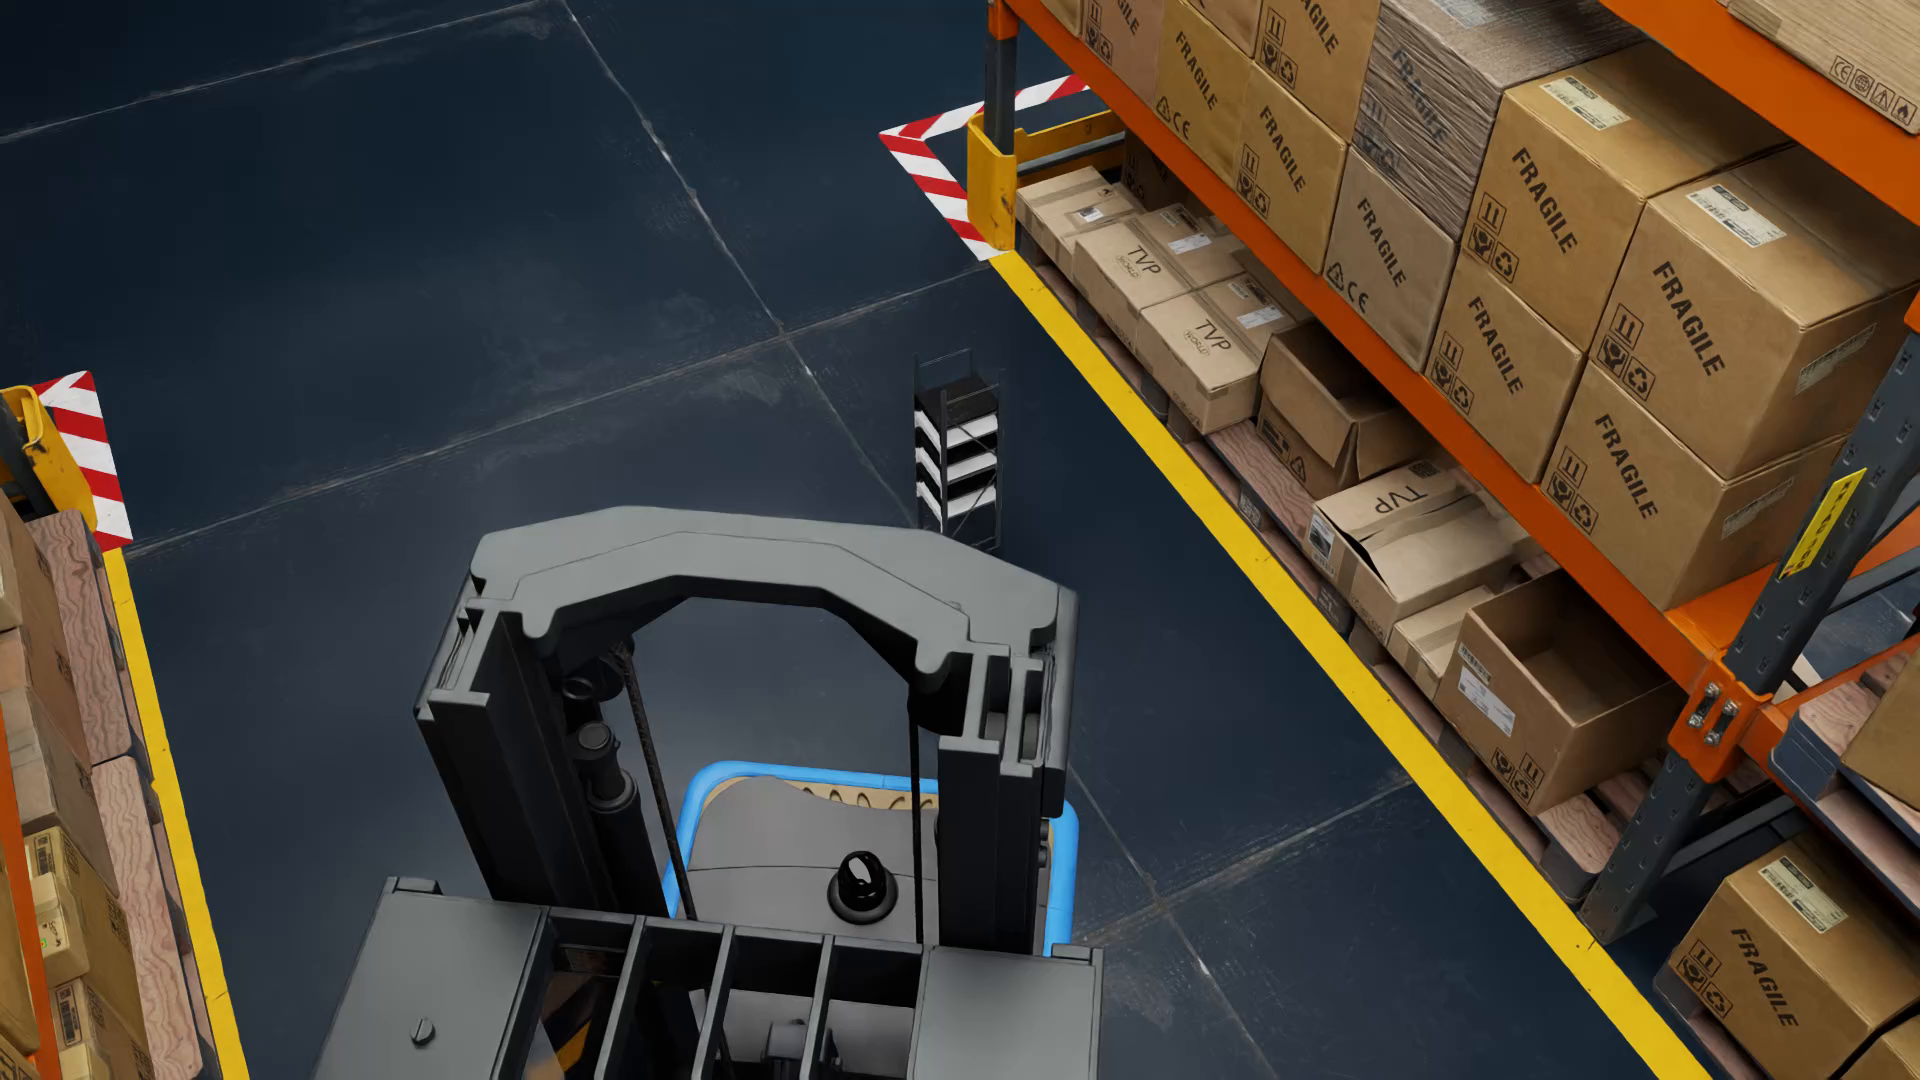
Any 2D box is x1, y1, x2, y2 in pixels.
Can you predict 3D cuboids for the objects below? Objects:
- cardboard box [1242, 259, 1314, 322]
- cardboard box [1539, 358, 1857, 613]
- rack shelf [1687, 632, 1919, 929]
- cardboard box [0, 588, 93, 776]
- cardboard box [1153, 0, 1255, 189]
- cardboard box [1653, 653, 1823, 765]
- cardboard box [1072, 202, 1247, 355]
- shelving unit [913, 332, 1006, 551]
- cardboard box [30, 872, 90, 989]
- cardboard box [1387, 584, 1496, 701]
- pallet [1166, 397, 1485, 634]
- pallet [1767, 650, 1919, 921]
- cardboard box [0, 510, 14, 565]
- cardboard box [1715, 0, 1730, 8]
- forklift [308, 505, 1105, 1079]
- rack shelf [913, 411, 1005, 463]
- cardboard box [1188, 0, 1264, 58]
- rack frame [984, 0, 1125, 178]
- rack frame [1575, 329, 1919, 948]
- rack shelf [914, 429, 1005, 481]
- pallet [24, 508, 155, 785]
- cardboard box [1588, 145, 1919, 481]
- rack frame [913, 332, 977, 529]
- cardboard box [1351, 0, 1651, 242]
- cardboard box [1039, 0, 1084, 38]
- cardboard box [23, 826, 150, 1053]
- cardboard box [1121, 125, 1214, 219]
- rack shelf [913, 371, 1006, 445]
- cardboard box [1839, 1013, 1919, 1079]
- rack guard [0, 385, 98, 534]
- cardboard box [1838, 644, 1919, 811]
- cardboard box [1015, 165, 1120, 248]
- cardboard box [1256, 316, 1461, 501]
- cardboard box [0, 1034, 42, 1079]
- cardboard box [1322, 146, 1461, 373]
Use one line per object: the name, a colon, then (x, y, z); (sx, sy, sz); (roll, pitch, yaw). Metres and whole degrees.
cardboard box: (1.449, -0.932, 6.607); (0.500, 0.250, 0.500); (-21, 52, -18)
cardboard box: (1.947, -0.219, 4.383); (0.500, 0.500, 0.500); (-20, 52, -17)
rack shelf: (3.319, 1.635, 3.305); (1.077, 0.370, 4.000); (-21, 52, -18)
cardboard box: (-3.191, 0.545, 5.162); (0.700, 0.500, 0.500); (-21, 52, -18)
cardboard box: (1.010, -1.582, 5.574); (0.500, 0.500, 0.500); (-21, 52, -18)
cardboard box: (2.404, 0.445, 5.362); (0.500, 0.311, 0.500); (-21, 52, -18)
cardboard box: (0.799, -1.061, 6.719); (0.500, 0.250, 0.500); (-21, 52, -18)
shelving unit: (-0.004, -0.302, 5.916); (0.258, 0.900, 0.210); (-21, 52, -18)
cardboard box: (-2.484, 1.063, 4.279); (0.380, 0.149, 0.250); (-23, 53, -19)
cardboard box: (1.666, 0.340, 5.562); (0.380, 0.149, 0.250); (-21, 52, -18)
pallet: (1.528, -0.300, 6.372); (1.003, 0.211, 1.213); (-21, 52, -18)
pallet: (2.672, 0.695, 3.777); (1.003, 0.211, 1.213); (-21, 52, -18)
cardboard box: (-3.200, 0.020, 5.191); (0.380, 0.149, 0.250); (-22, 52, -18)
cardboard box: (1.725, -1.450, 3.633); (0.500, 0.250, 0.500); (-21, 52, -18)
forklift: (-0.360, 1.455, 3.031); (1.130, 2.935, 3.031); (5, 49, 4)
rack shelf: (-0.004, -0.398, 5.806); (0.258, 0.077, 0.200); (-21, 52, -18)
cardboard box: (1.012, -1.908, 5.195); (0.500, 0.500, 0.500); (-21, 52, -17)
rack frame: (0.573, -2.617, 6.546); (1.000, 3.000, 0.127); (-21, 52, -18)
rack frame: (2.404, 0.060, 4.205); (1.000, 3.000, 0.127); (-21, 52, -18)
rack shelf: (-0.004, -0.339, 5.873); (0.258, 0.077, 0.200); (-21, 52, -18)
pallet: (-3.394, 0.518, 5.657); (1.003, 0.211, 1.213); (-21, 52, -18)
cardboard box: (1.942, -0.552, 4.009); (0.500, 0.500, 0.500); (-21, 52, -17)
rack frame: (-0.050, -0.370, 5.976); (0.240, 0.900, 0.006); (-21, 52, -18)
cardboard box: (1.475, -1.231, 4.603); (0.500, 0.500, 0.500); (-21, 52, -17)
cardboard box: (0.542, -2.262, 6.170); (0.500, 0.500, 0.500); (-20, 52, -17)
cardboard box: (-2.710, 1.236, 4.558); (0.700, 0.500, 0.500); (-20, 52, -17)
cardboard box: (1.041, -1.660, 7.078); (0.500, 0.500, 0.500); (-21, 52, -18)
rack shelf: (-0.004, -0.458, 5.738); (0.258, 0.077, 0.200); (-21, 52, -18)
cardboard box: (2.662, 1.499, 4.315); (0.500, 0.500, 0.500); (-20, 52, -17)
rack guard: (-3.841, -0.102, 6.007); (1.175, 0.500, 0.348); (-21, 52, -18)
cardboard box: (2.421, 0.283, 3.665); (0.500, 0.500, 0.700); (35, 58, 27)
cardboard box: (0.459, -1.425, 7.105); (0.380, 0.149, 0.250); (-21, 52, -18)
cardboard box: (1.539, -0.519, 6.077); (0.797, 0.503, 0.637); (-21, 52, -18)
cardboard box: (-2.233, 1.301, 2.920); (0.980, 0.700, 0.700); (-20, 52, -17)
cardboard box: (1.472, -0.907, 4.984); (0.500, 0.500, 0.500); (-20, 52, -17)
